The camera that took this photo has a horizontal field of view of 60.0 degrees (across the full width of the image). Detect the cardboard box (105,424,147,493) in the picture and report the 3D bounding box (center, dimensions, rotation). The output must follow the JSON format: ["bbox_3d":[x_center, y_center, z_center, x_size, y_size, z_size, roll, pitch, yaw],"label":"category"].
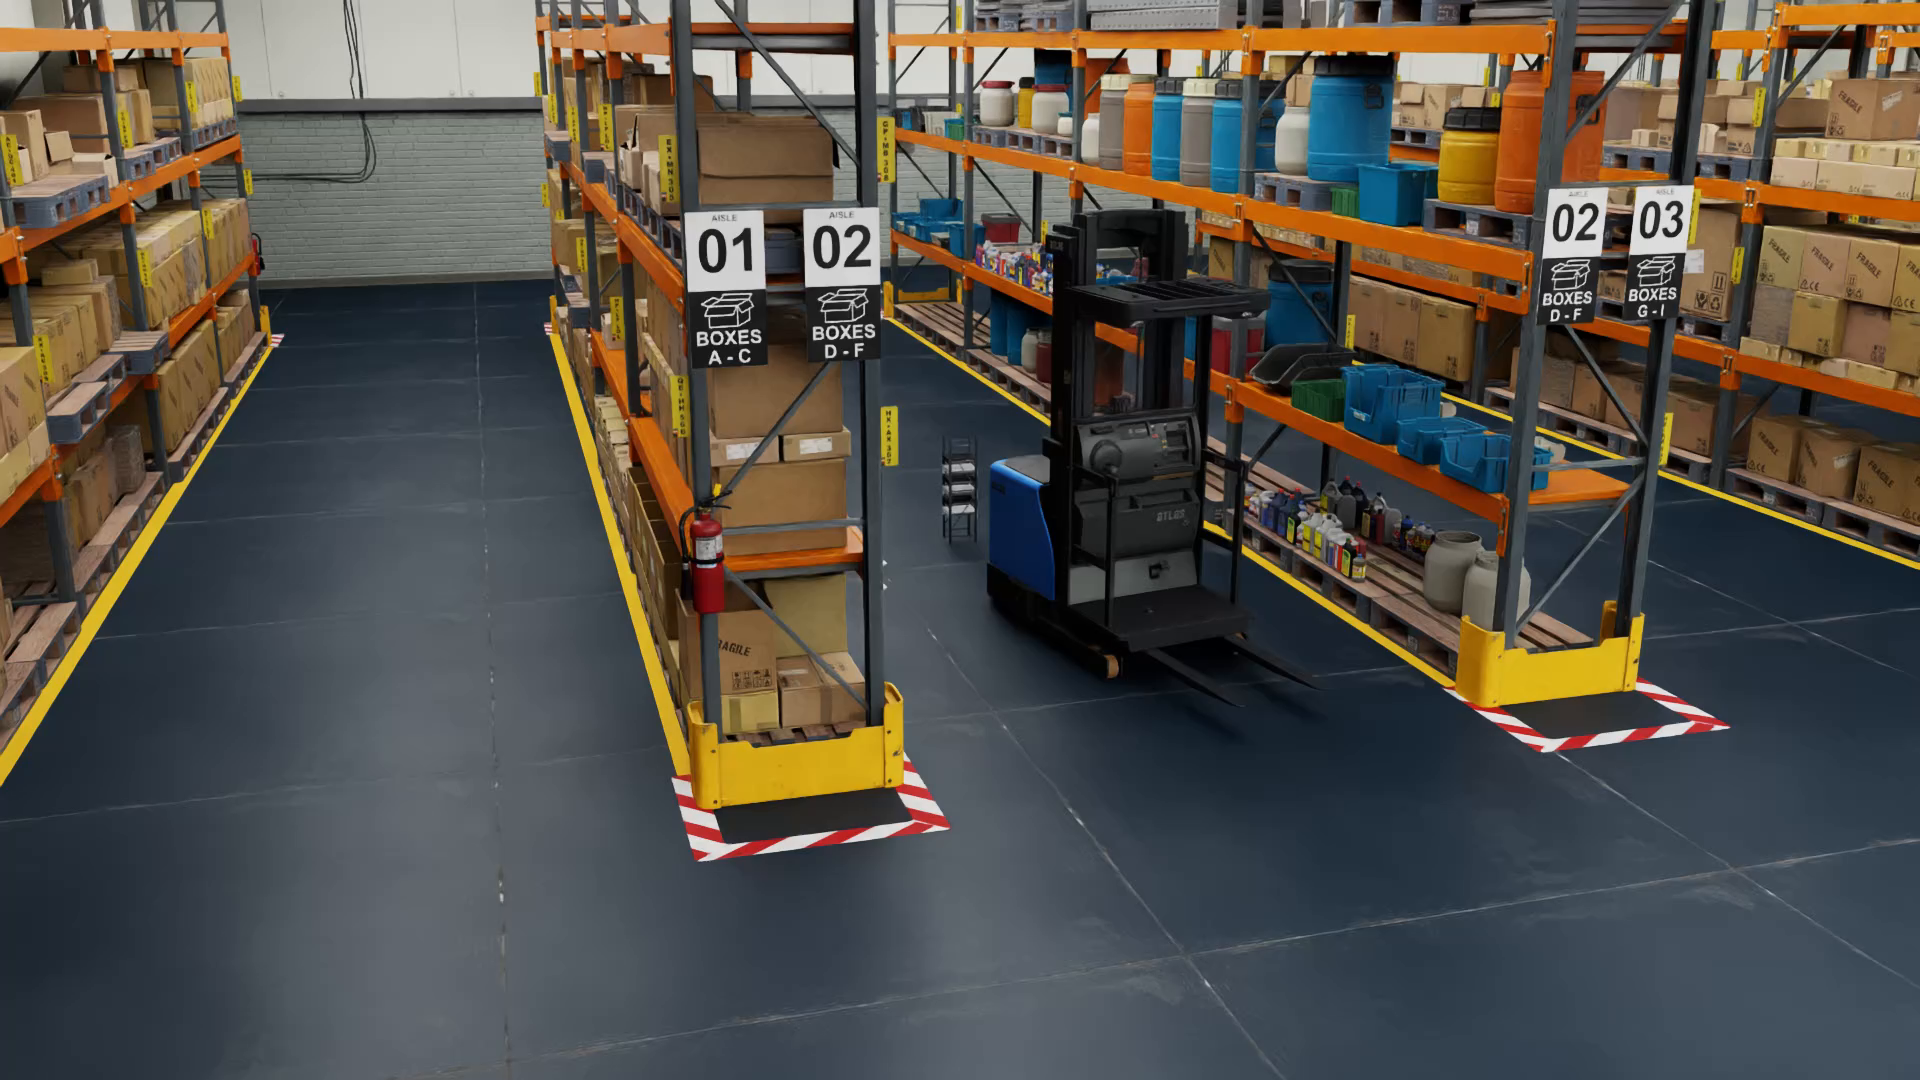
[{"bbox_3d":[-7.630,-0.702,14.657,0.700,0.500,0.500,-4,17,-14],"label":"cardboard box"}]

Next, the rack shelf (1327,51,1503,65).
[{"bbox_3d":[5.860,-5.949,20.061,1.077,0.370,4.000,-5,17,-15],"label":"rack shelf"}]

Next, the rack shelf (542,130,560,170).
[{"bbox_3d":[-4.765,-5.028,21.514,1.077,0.370,4.000,-5,17,-15],"label":"rack shelf"}]

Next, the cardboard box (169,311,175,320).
[{"bbox_3d":[-8.178,-2.306,16.817,0.380,0.149,0.250,-5,17,-15],"label":"cardboard box"}]

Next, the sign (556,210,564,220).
[{"bbox_3d":[-4.735,-3.753,19.726,0.100,0.325,0.005,-5,17,-15],"label":"sign"}]

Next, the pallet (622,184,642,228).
[{"bbox_3d":[-1.757,-2.330,11.436,1.003,0.211,1.213,-5,17,-15],"label":"pallet"}]

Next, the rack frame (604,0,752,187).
[{"bbox_3d":[-2.017,-4.043,11.771,1.000,3.000,0.127,-5,17,-15],"label":"rack frame"}]

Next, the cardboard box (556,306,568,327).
[{"bbox_3d":[-5.300,-3.072,22.980,0.500,0.250,0.500,-5,17,-15],"label":"cardboard box"}]

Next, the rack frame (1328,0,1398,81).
[{"bbox_3d":[5.311,-7.038,21.741,1.000,3.000,0.127,-5,17,-15],"label":"rack frame"}]

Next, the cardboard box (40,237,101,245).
[{"bbox_3d":[-8.391,-2.692,15.669,0.500,0.250,0.500,-5,18,-17],"label":"cardboard box"}]

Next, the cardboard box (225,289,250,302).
[{"bbox_3d":[-9.577,-3.205,21.894,0.380,0.149,0.250,-5,17,-16],"label":"cardboard box"}]

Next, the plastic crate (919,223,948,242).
[{"bbox_3d":[-0.355,-4.287,23.197,0.416,0.233,0.300,-5,17,-15],"label":"plastic crate"}]

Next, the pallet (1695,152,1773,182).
[{"bbox_3d":[7.442,-3.478,15.430,1.213,0.211,1.003,-5,17,-15],"label":"pallet"}]

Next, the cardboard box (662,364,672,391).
[{"bbox_3d":[-1.771,-1.083,11.042,0.380,0.149,0.250,-5,17,-17],"label":"cardboard box"}]

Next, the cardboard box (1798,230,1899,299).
[{"bbox_3d":[7.527,-2.339,14.095,0.500,0.500,0.500,-5,17,-15],"label":"cardboard box"}]

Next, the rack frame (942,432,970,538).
[{"bbox_3d":[-0.030,-0.461,13.924,0.240,0.900,0.006,-5,17,-15],"label":"rack frame"}]

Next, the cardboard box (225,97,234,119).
[{"bbox_3d":[-9.620,-5.529,21.287,0.500,0.250,0.500,-4,17,-14],"label":"cardboard box"}]

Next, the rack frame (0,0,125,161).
[{"bbox_3d":[-7.878,-4.757,14.147,1.000,3.000,0.127,-5,17,-15],"label":"rack frame"}]

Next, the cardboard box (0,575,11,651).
[{"bbox_3d":[-6.455,0.493,10.678,0.500,0.500,0.500,-6,18,-19],"label":"cardboard box"}]

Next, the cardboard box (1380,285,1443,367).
[{"bbox_3d":[6.003,-2.682,20.630,1.225,0.875,0.875,-5,17,-15],"label":"cardboard box"}]

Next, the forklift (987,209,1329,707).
[{"bbox_3d":[1.298,-0.634,10.967,1.130,2.935,3.031,-8,18,-25],"label":"forklift"}]

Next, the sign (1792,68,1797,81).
[{"bbox_3d":[14.266,-7.917,28.479,0.100,0.325,0.005,-5,17,-15],"label":"sign"}]

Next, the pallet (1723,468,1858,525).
[{"bbox_3d":[7.728,-0.434,15.030,1.003,0.211,1.213,-5,17,-15],"label":"pallet"}]

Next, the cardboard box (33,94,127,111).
[{"bbox_3d":[-8.402,-4.005,15.919,0.700,0.500,0.500,-4,17,-12],"label":"cardboard box"}]

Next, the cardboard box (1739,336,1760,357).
[{"bbox_3d":[7.279,-1.749,14.997,0.380,0.149,0.250,-5,17,-15],"label":"cardboard box"}]

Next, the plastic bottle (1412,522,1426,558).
[{"bbox_3d":[3.526,-0.007,12.739,0.097,0.271,0.097,0,17,0],"label":"plastic bottle"}]

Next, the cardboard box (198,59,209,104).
[{"bbox_3d":[-9.051,-5.324,19.303,0.500,0.500,0.500,-5,17,-16],"label":"cardboard box"}]

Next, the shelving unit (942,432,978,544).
[{"bbox_3d":[-0.002,-0.433,13.830,0.258,0.900,0.210,-5,17,-15],"label":"shelving unit"}]

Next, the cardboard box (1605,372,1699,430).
[{"bbox_3d":[7.094,-1.426,17.064,0.700,0.500,0.500,-6,18,-20],"label":"cardboard box"}]

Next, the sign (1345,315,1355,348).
[{"bbox_3d":[3.279,-1.734,14.029,0.100,0.325,0.005,-5,17,-15],"label":"sign"}]

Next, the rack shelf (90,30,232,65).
[{"bbox_3d":[-9.527,-5.881,19.833,1.077,0.370,4.000,-5,17,-15],"label":"rack shelf"}]

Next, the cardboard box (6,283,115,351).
[{"bbox_3d":[-7.559,-1.861,13.995,0.700,0.500,0.500,-6,18,-20],"label":"cardboard box"}]

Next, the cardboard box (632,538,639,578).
[{"bbox_3d":[-2.181,0.098,12.462,0.500,0.250,0.500,-5,17,-15],"label":"cardboard box"}]

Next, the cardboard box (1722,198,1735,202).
[{"bbox_3d":[10.622,-4.581,22.661,0.380,0.149,0.250,-5,17,-15],"label":"cardboard box"}]

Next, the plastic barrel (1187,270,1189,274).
[{"bbox_3d":[2.136,-2.453,16.710,0.421,0.512,0.421,0,17,0],"label":"plastic barrel"}]

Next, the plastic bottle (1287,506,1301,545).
[{"bbox_3d":[2.627,-0.113,13.072,0.061,0.283,0.133,-4,17,-13],"label":"plastic bottle"}]

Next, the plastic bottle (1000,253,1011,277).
[{"bbox_3d":[0.564,-3.300,19.939,0.152,0.276,0.135,-5,17,-15],"label":"plastic bottle"}]

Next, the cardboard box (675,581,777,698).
[{"bbox_3d":[-1.351,0.568,9.593,0.500,0.500,0.500,-5,17,-15],"label":"cardboard box"}]

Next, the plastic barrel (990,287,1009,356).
[{"bbox_3d":[0.682,-2.818,21.037,0.600,0.901,0.708,-5,17,-15],"label":"plastic barrel"}]

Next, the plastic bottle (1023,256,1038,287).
[{"bbox_3d":[0.809,-3.085,19.095,0.144,0.351,0.185,-5,17,-15],"label":"plastic bottle"}]

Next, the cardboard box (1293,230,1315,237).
[{"bbox_3d":[4.937,-4.337,22.921,0.500,0.250,0.500,-5,17,-16],"label":"cardboard box"}]

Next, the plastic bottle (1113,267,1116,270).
[{"bbox_3d":[1.720,-2.925,18.679,0.061,0.283,0.133,-5,17,-15],"label":"plastic bottle"}]

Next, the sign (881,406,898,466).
[{"bbox_3d":[-0.382,-0.559,8.955,0.100,0.325,0.005,-5,17,-15],"label":"sign"}]

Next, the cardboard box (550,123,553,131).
[{"bbox_3d":[-4.877,-5.138,20.890,0.500,0.250,0.500,-5,17,-15],"label":"cardboard box"}]

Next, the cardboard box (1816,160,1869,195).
[{"bbox_3d":[7.537,-3.026,13.860,0.500,0.250,0.500,-5,17,-16],"label":"cardboard box"}]

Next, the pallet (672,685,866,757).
[{"bbox_3d":[-1.168,1.063,10.045,1.003,0.211,1.213,-5,17,-15],"label":"pallet"}]

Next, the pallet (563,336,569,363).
[{"bbox_3d":[-4.742,-2.576,22.160,1.003,0.211,1.213,-5,17,-15],"label":"pallet"}]

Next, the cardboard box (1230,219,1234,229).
[{"bbox_3d":[4.276,-4.743,24.964,0.380,0.149,0.250,-5,17,-16],"label":"cardboard box"}]

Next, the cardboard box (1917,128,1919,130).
[{"bbox_3d":[11.306,-5.086,20.283,0.500,0.500,0.500,-5,17,-15],"label":"cardboard box"}]

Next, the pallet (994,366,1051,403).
[{"bbox_3d":[1.059,-1.883,19.855,1.003,0.211,1.213,-5,17,-15],"label":"pallet"}]

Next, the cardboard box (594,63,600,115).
[{"bbox_3d":[-3.370,-4.502,16.600,0.500,0.500,0.500,-5,17,-15],"label":"cardboard box"}]

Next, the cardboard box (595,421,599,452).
[{"bbox_3d":[-3.254,-0.993,16.093,0.500,0.250,0.500,-5,17,-15],"label":"cardboard box"}]

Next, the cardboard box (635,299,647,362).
[{"bbox_3d":[-2.639,-1.862,14.762,0.500,0.500,0.500,-6,18,-18],"label":"cardboard box"}]

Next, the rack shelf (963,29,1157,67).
[{"bbox_3d":[1.098,-5.558,18.757,1.077,0.370,4.000,-5,17,-15],"label":"rack shelf"}]

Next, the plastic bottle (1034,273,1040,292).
[{"bbox_3d":[0.888,-2.909,18.768,0.097,0.201,0.097,0,17,0],"label":"plastic bottle"}]

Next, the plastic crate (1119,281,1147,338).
[{"bbox_3d":[1.798,-2.227,16.040,0.402,0.464,0.583,-5,17,-15],"label":"plastic crate"}]

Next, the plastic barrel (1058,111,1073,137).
[{"bbox_3d":[1.212,-4.524,18.094,0.301,0.262,0.301,0,17,0],"label":"plastic barrel"}]
